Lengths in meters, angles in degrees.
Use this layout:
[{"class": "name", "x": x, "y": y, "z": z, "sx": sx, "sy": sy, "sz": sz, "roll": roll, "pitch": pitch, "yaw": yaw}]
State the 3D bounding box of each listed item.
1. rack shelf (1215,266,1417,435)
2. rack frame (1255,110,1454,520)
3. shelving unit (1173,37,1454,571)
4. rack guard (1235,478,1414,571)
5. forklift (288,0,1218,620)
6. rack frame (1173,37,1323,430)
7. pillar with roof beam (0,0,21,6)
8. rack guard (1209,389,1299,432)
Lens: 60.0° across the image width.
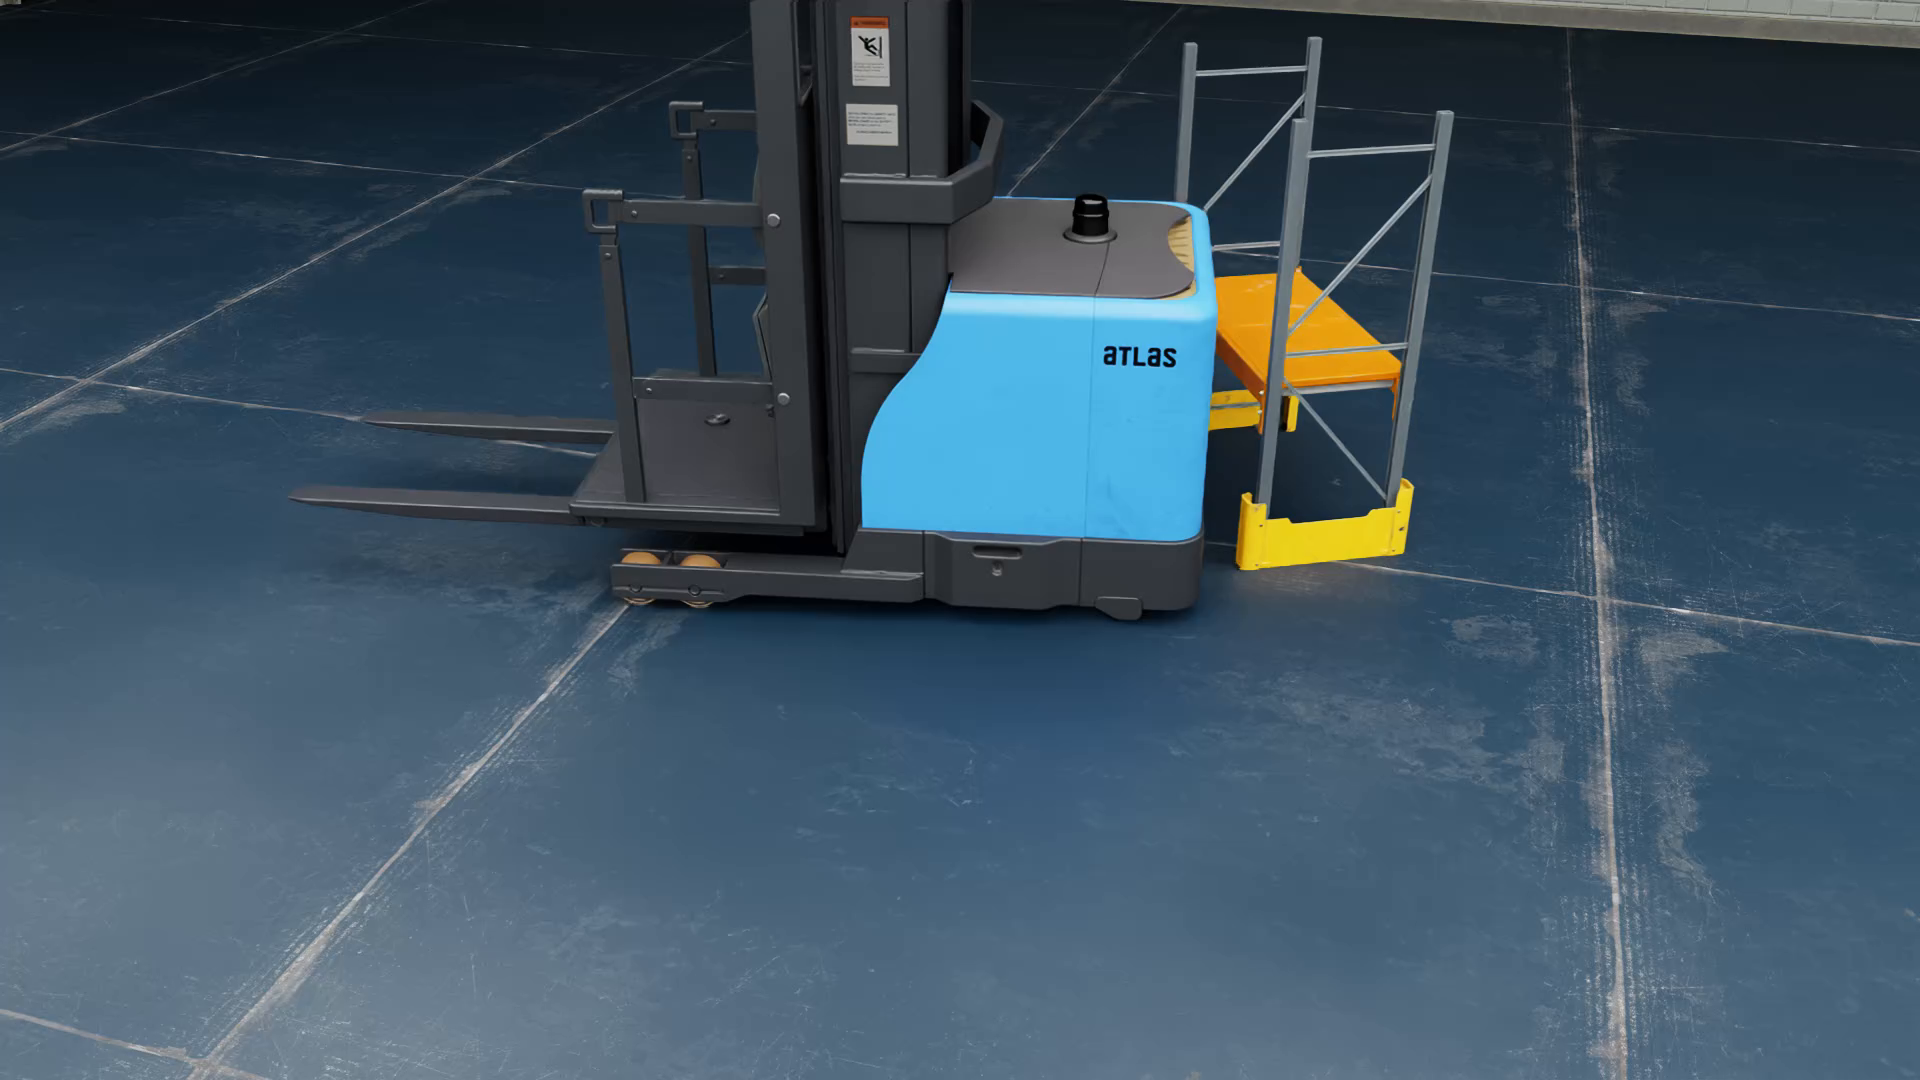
[{"class": "rack shelf", "x": 1.122, "y": -0.683, "z": 5.806, "sx": 0.538, "sy": 0.185, "sz": 1.000, "roll": -6, "pitch": 30, "yaw": -10}, {"class": "rack frame", "x": 1.223, "y": -0.598, "z": 5.283, "sx": 0.500, "sy": 1.500, "sz": 0.032, "roll": -6, "pitch": 30, "yaw": -10}, {"class": "shelving unit", "x": 1.124, "y": -0.836, "z": 5.710, "sx": 0.587, "sy": 1.500, "sz": 1.083, "roll": -6, "pitch": 30, "yaw": -10}, {"class": "rack guard", "x": 1.223, "y": -0.053, "z": 5.588, "sx": 0.587, "sy": 0.250, "sz": 0.087, "roll": -6, "pitch": 30, "yaw": -10}, {"class": "forklift", "x": -0.706, "y": -1.317, "z": 5.103, "sx": 3.031, "sy": 2.935, "sz": 1.130, "roll": 3, "pitch": 29, "yaw": 5}, {"class": "rack frame", "x": 1.021, "y": -1.083, "z": 6.153, "sx": 0.500, "sy": 1.500, "sz": 0.032, "roll": -6, "pitch": 30, "yaw": -10}, {"class": "pillar with roof beam", "x": -3.818, "y": -7.673, "z": 10.286, "sx": 9.100, "sy": 9.000, "sz": 0.400, "roll": 8, "pitch": 30, "yaw": 15}, {"class": "rack guard", "x": 1.025, "y": -0.527, "z": 6.441, "sx": 0.587, "sy": 0.250, "sz": 0.087, "roll": -6, "pitch": 30, "yaw": -10}]
